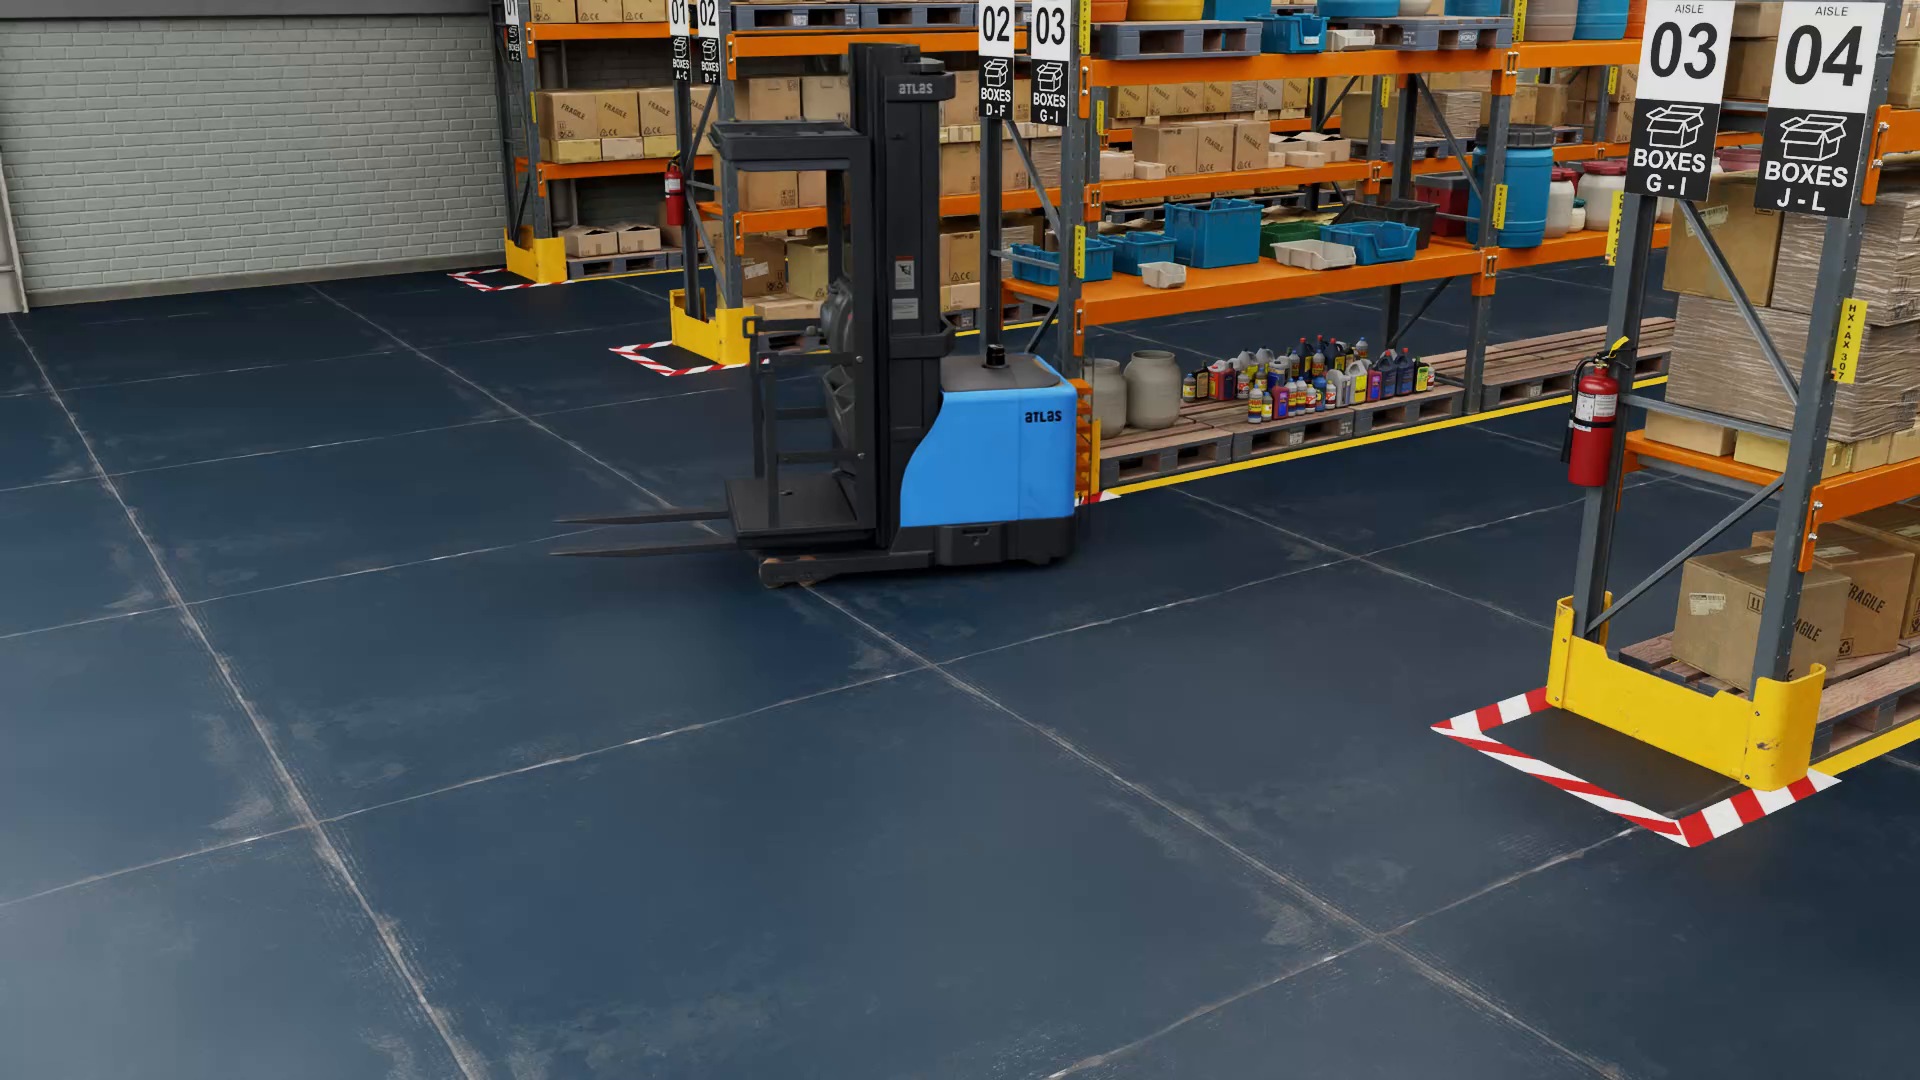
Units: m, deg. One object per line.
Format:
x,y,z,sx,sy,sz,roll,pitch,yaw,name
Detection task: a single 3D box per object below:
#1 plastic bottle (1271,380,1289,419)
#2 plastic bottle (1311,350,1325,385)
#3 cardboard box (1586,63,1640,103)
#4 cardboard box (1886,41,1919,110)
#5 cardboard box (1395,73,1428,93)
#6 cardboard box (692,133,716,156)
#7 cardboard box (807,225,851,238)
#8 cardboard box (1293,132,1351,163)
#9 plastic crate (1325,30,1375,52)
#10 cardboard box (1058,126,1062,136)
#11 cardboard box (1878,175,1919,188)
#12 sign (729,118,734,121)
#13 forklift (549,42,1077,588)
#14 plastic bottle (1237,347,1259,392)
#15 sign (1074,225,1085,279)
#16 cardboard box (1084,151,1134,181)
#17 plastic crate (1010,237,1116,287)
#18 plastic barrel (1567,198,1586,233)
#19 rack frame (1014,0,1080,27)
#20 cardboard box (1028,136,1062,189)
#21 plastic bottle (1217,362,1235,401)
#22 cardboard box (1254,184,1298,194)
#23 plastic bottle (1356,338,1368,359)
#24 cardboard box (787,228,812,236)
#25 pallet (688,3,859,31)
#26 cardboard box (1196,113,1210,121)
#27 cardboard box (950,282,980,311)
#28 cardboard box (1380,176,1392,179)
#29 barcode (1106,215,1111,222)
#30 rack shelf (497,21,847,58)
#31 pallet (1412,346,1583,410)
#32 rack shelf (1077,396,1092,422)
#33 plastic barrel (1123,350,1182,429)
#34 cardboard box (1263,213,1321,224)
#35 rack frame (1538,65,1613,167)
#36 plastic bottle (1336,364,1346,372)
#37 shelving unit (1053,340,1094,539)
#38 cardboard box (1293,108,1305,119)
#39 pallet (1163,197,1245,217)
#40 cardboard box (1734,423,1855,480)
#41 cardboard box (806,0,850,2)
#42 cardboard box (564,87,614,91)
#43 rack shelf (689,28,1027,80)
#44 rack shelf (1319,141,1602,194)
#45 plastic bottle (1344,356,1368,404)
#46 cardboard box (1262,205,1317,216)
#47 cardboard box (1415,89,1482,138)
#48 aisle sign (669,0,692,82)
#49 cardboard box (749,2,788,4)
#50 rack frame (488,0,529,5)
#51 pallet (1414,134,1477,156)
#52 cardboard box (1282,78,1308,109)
2.343,-1.033,12.171,0.133,0.283,0.061,-11,22,-31,plastic bottle
2.842,-1.372,13.193,0.097,0.271,0.097,0,19,0,plastic bottle
8.308,-5.809,21.025,0.500,0.500,0.500,-11,22,-30,cardboard box
3.727,-1.881,6.677,0.500,0.250,0.500,-11,22,-30,cardboard box
6.709,-7.095,26.080,0.700,0.700,0.980,-13,23,-34,cardboard box
-3.130,-4.702,19.672,0.500,0.250,0.500,-12,22,-31,cardboard box
-1.152,-2.772,16.227,0.500,0.500,0.500,-12,22,-31,cardboard box
4.091,-4.481,18.954,0.500,0.311,0.500,-10,21,-28,cardboard box
2.681,-3.450,11.495,0.396,0.136,0.243,-12,22,-31,plastic crate
0.969,-4.120,16.579,0.250,0.149,0.380,-12,22,-31,cardboard box
4.213,-1.288,7.189,0.500,0.500,0.500,-12,22,-31,cardboard box
-1.963,-3.464,14.333,0.005,0.325,0.100,-12,22,-31,sign
-0.883,-1.299,9.512,3.031,2.935,1.130,-4,19,-11,forklift
2.229,-1.327,12.934,0.185,0.351,0.144,-11,22,-29,plastic bottle
0.757,-1.824,10.523,0.005,0.325,0.100,-12,22,-31,sign
1.465,-3.898,17.325,0.500,0.250,0.500,-10,21,-28,cardboard box
0.712,-1.938,11.527,0.616,0.251,0.499,-12,22,-31,plastic crate
4.989,-2.672,13.680,0.301,0.262,0.301,0,19,0,plastic barrel
0.458,-4.682,10.044,0.127,3.000,1.000,-12,22,-31,rack frame
0.711,-3.838,16.758,0.500,0.500,0.700,-13,22,-33,cardboard box
2.036,-1.212,12.699,0.133,0.283,0.061,-12,22,-31,plastic bottle
4.560,-5.635,24.931,0.750,0.750,0.750,-12,22,-31,cardboard box
3.292,-1.522,13.637,0.097,0.271,0.097,0,19,0,plastic bottle
-2.080,-3.959,21.008,0.250,0.166,0.380,-16,24,-38,cardboard box
-1.658,-4.663,14.808,1.213,0.211,1.003,-12,22,-31,pallet
3.369,-6.059,23.845,0.250,0.149,0.380,-12,22,-31,cardboard box
-0.022,-2.449,16.444,0.500,0.250,0.500,-12,22,-31,cardboard box
6.564,-5.901,26.262,0.500,0.500,0.700,-11,22,-30,cardboard box
1.520,-3.283,16.990,0.075,0.075,0.001,-12,22,-31,barcode
-3.320,-5.923,19.520,4.000,0.370,1.077,-12,22,-31,rack shelf
4.434,-1.373,13.976,1.213,0.211,1.003,-12,22,-31,pallet
0.683,-0.790,10.097,0.180,0.103,0.258,-4,19,-11,rack shelf
1.385,-1.086,12.001,0.421,0.512,0.421,0,19,0,plastic barrel
3.686,-3.486,18.634,0.500,0.311,0.500,-12,22,-32,cardboard box
7.759,-5.280,21.178,0.127,3.000,1.000,-12,22,-31,rack frame
2.912,-1.208,12.690,0.133,0.283,0.061,-12,22,-31,plastic bottle
0.683,-0.605,10.160,0.189,1.200,0.258,-4,19,-11,shelving unit
4.905,-6.359,24.733,0.250,0.149,0.380,-12,22,-31,cardboard box
3.409,-4.911,24.441,1.213,0.211,1.003,-12,22,-31,pallet
3.551,-0.383,7.087,0.250,0.149,0.380,-12,22,-31,cardboard box
-1.183,-4.893,14.870,0.250,0.149,0.380,-12,22,-31,cardboard box
-4.288,-5.010,19.413,0.500,0.500,0.500,-12,22,-31,cardboard box
-0.592,-4.599,15.603,4.000,0.370,1.077,-12,22,-31,rack shelf
6.089,-4.587,20.252,4.000,0.370,1.077,-12,22,-31,rack shelf
2.990,-1.217,12.611,0.185,0.351,0.144,-12,22,-32,plastic bottle
3.820,-3.724,19.337,0.500,0.311,0.500,-11,22,-30,cardboard box
5.751,-5.073,19.754,0.500,0.500,0.700,-8,20,-21,cardboard box
-2.479,-4.465,14.708,0.004,0.787,0.394,-12,22,-31,aisle sign
-2.365,-6.432,19.716,0.500,0.500,0.500,-14,23,-36,cardboard box
-4.990,-7.332,17.883,0.127,3.000,1.000,-12,22,-31,rack frame
6.040,-4.828,20.142,1.213,0.211,1.003,-12,22,-31,pallet
4.785,-6.653,24.589,0.500,0.500,0.500,-12,22,-32,cardboard box
